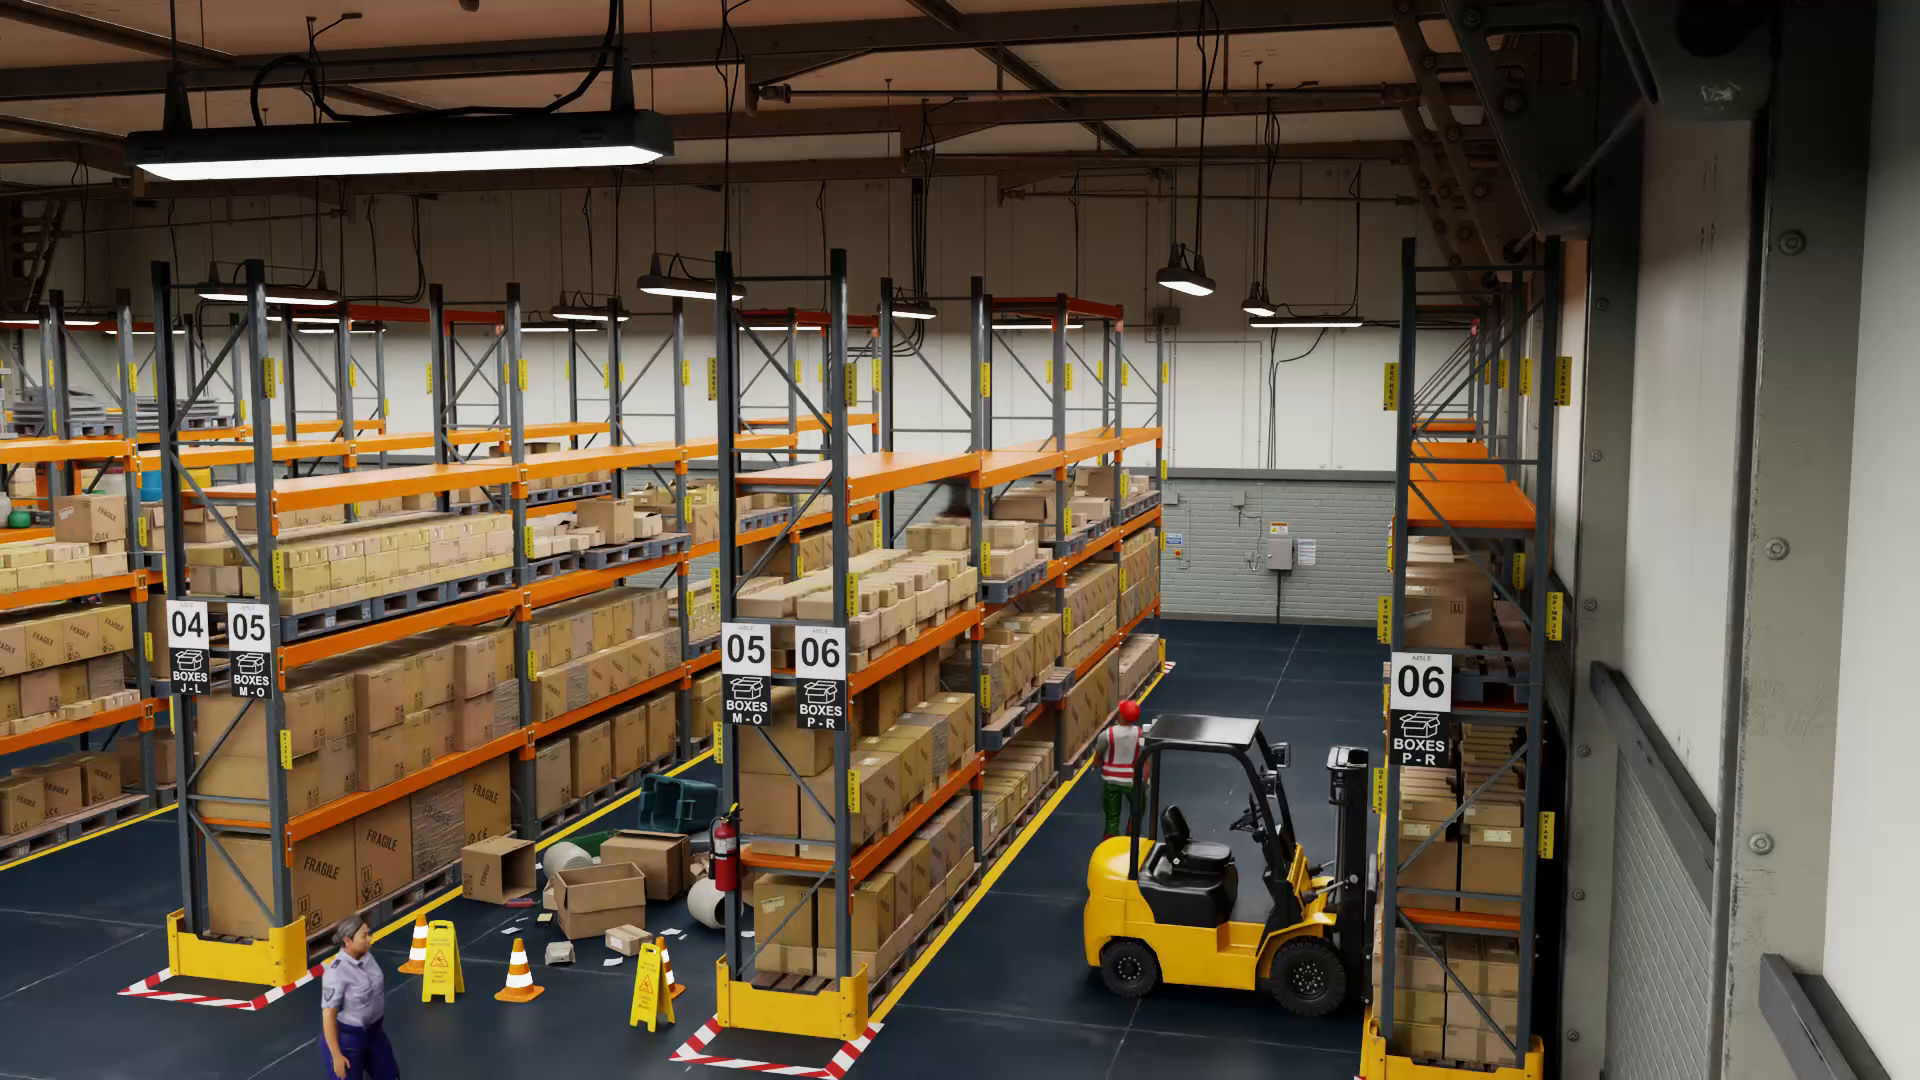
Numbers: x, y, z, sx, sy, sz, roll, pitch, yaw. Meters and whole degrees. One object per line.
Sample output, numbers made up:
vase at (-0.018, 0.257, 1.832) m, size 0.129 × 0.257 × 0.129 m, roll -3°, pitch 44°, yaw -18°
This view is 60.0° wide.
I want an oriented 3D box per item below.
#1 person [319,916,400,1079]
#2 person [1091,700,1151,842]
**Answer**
person at (-3.906, 3.272, 10.695) m, size 0.367 × 1.702 × 0.573 m, roll 2°, pitch 6°, yaw 16°
person at (1.630, 2.489, 17.004) m, size 0.646 × 1.778 × 0.550 m, roll 2°, pitch 6°, yaw 15°
